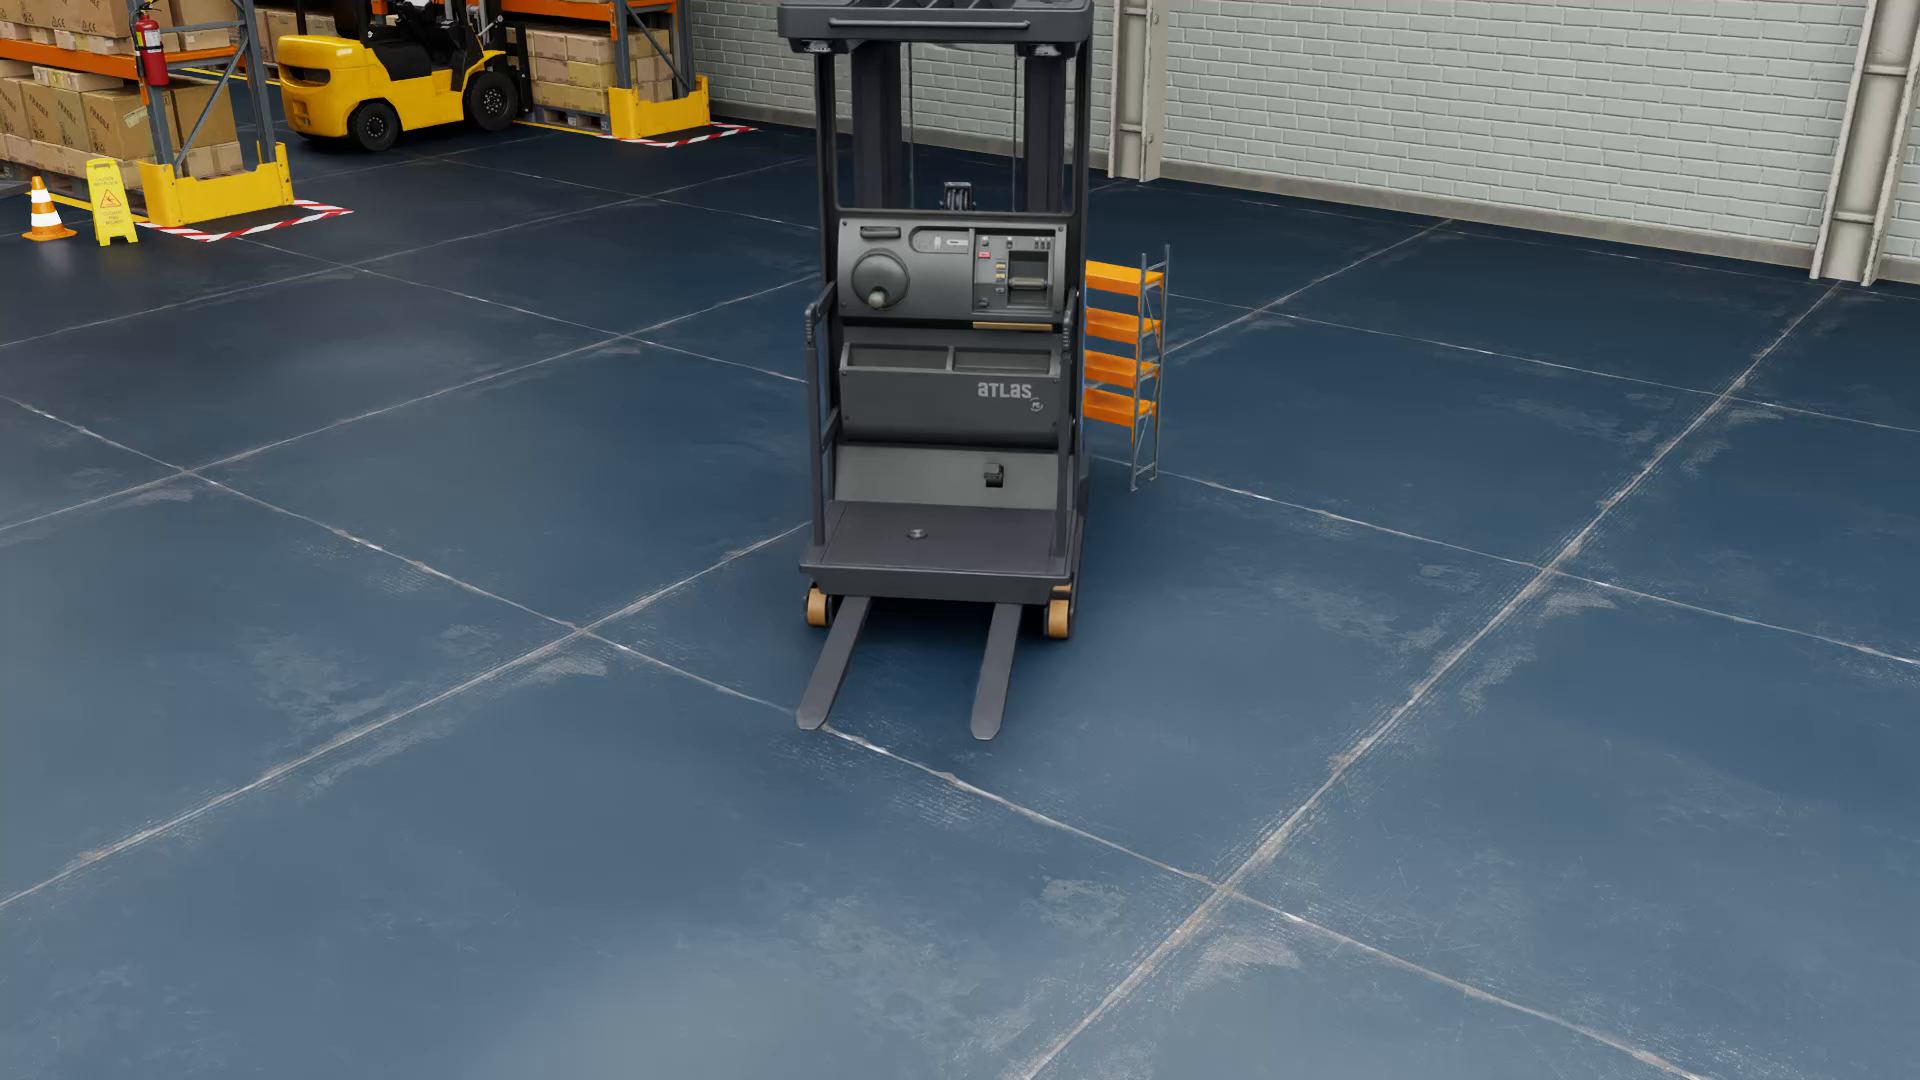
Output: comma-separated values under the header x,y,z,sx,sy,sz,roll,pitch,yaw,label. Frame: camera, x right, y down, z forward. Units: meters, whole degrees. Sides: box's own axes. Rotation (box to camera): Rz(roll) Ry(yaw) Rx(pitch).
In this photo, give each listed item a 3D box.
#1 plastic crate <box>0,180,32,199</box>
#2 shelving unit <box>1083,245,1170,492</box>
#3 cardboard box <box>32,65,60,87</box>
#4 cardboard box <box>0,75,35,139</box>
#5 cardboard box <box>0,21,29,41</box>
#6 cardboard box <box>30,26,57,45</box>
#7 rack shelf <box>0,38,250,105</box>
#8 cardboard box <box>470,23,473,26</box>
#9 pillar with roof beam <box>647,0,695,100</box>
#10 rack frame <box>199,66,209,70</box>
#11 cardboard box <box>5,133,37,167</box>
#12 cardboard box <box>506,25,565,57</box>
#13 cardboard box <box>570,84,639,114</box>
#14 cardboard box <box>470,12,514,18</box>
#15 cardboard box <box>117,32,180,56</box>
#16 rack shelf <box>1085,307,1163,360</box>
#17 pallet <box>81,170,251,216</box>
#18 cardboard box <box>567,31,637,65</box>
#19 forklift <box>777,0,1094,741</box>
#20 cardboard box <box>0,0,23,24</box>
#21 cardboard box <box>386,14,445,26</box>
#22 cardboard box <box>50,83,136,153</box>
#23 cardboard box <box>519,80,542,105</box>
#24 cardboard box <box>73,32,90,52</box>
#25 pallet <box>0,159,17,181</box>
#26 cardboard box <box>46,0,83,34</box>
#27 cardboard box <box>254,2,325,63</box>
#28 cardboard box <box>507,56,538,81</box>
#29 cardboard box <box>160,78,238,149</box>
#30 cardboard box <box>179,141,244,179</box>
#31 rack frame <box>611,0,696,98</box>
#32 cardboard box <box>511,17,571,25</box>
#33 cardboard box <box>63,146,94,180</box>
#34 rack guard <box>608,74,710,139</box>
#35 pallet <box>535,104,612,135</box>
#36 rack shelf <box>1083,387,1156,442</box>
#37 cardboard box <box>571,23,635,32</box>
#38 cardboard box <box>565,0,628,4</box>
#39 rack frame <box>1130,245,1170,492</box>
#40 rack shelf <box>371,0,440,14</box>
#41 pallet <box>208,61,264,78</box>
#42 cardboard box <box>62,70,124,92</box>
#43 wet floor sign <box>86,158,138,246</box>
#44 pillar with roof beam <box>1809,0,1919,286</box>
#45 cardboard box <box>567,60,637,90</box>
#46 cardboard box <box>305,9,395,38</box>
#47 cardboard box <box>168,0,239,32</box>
x,y,z,sx,sy,sz,roll,pitch,yaw,label
-8.583,-3.105,14.698,0.583,0.080,0.402,7,25,15,plastic crate
0.731,-0.888,8.275,0.503,1.200,0.258,16,28,33,shelving unit
-7.688,-3.995,14.251,0.250,0.149,0.380,18,30,35,cardboard box
-8.189,-3.881,14.797,0.500,0.500,0.500,19,30,36,cardboard box
-8.052,-4.426,14.387,0.250,0.149,0.380,17,29,33,cardboard box
-7.640,-4.311,14.126,0.250,0.149,0.380,16,29,33,cardboard box
-7.748,-4.272,14.619,4.000,0.370,1.077,17,29,33,rack shelf
-5.367,-5.617,18.428,0.500,0.250,0.500,18,29,35,cardboard box
-5.772,-7.536,13.693,0.400,9.000,9.100,17,29,33,pillar with roof beam
-9.575,-7.655,21.403,0.127,3.000,1.000,17,29,33,rack frame
-8.178,-3.536,14.945,0.500,0.250,0.500,16,29,33,cardboard box
-4.551,-5.363,17.851,0.500,0.250,0.500,17,29,34,cardboard box
-3.739,-4.666,17.509,0.500,0.250,0.500,17,29,34,cardboard box
-5.450,-5.905,19.081,0.500,0.250,0.500,16,29,33,cardboard box
-6.575,-4.024,13.475,0.250,0.149,0.380,18,29,35,cardboard box
0.732,-1.032,8.213,0.480,0.148,0.258,16,28,33,rack shelf
-6.837,-3.068,14.452,1.213,0.211,1.003,17,29,33,pallet
-3.729,-5.122,17.305,0.500,0.250,0.500,18,29,35,cardboard box
-0.057,-1.080,6.567,1.130,2.935,3.031,3,24,6,forklift
-7.937,-4.715,14.239,0.500,0.500,0.500,17,29,34,cardboard box
-6.175,-5.861,18.981,0.500,0.250,0.500,16,29,33,cardboard box
-7.364,-3.630,14.227,0.500,0.500,0.500,18,30,35,cardboard box
-4.526,-4.913,18.070,0.500,0.250,0.500,17,29,34,cardboard box
-7.036,-4.119,13.689,0.250,0.149,0.380,16,29,32,cardboard box
-8.789,-3.658,15.791,1.213,0.211,1.003,17,29,33,pallet
-7.145,-4.465,13.670,0.500,0.500,0.500,17,29,33,cardboard box
-8.556,-6.450,21.092,0.625,0.625,0.875,18,29,35,cardboard box
-4.571,-5.143,17.971,0.500,0.250,0.500,16,28,32,cardboard box
-6.646,-3.685,14.352,0.500,0.500,0.500,16,28,32,cardboard box
-6.627,-3.336,14.491,0.500,0.250,0.500,17,29,33,cardboard box
-3.173,-5.720,17.013,0.127,3.000,1.000,17,29,33,rack frame
-4.646,-5.659,18.523,0.500,0.250,0.500,16,28,32,cardboard box
-7.365,-3.288,14.382,0.500,0.250,0.500,17,29,33,cardboard box
-3.154,-4.571,17.503,0.348,0.500,1.175,17,29,33,rack guard
-3.810,-4.616,17.964,1.213,0.211,1.003,17,29,33,pallet
0.730,-0.644,8.380,0.480,0.148,0.258,16,28,33,rack shelf
-3.846,-5.409,17.955,0.500,0.250,0.500,17,29,33,cardboard box
-3.725,-5.800,17.070,0.500,0.500,0.500,16,28,32,cardboard box
0.929,-0.830,8.143,0.015,1.200,0.240,16,28,33,rack frame
-7.974,-6.842,20.451,4.000,0.370,1.077,17,29,33,rack shelf
-8.939,-6.167,21.485,1.213,0.211,1.003,17,29,33,pallet
-7.279,-3.869,13.965,0.250,0.149,0.380,18,29,35,cardboard box
-6.637,-2.649,12.963,0.267,0.644,0.232,-15,28,-30,wet floor sign
3.831,-4.634,7.107,0.400,9.000,9.100,17,29,33,pillar with roof beam
-3.750,-4.900,17.420,0.500,0.250,0.500,16,29,33,cardboard box
-7.415,-6.106,20.312,0.625,0.625,0.875,16,29,33,cardboard box
-6.360,-4.504,13.759,0.500,0.500,0.500,16,29,33,cardboard box
